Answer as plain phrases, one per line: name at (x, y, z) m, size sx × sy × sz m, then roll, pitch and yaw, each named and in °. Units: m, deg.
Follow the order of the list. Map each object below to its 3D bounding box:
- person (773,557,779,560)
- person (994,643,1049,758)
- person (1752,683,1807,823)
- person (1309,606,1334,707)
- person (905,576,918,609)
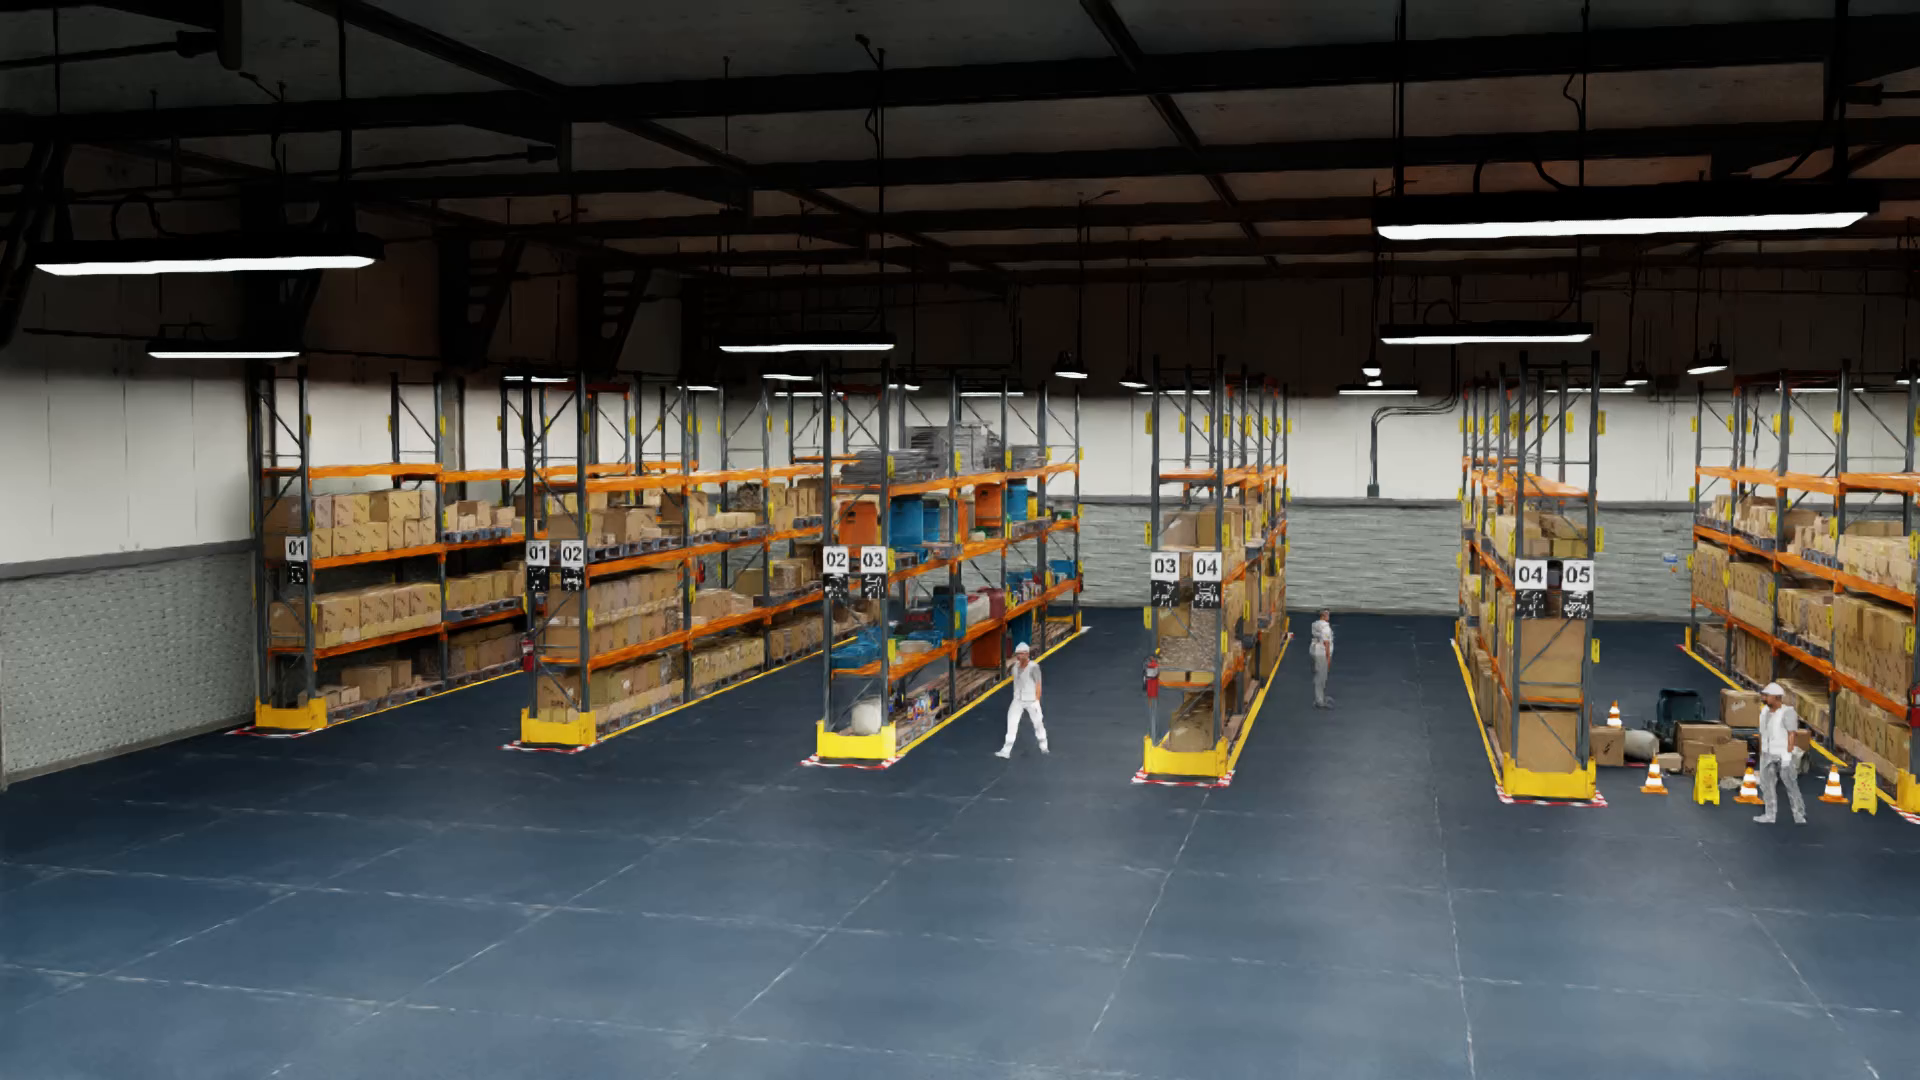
person at (-4.415, 1.294, 40.642) m, size 0.504 × 1.787 × 0.640 m, roll -1°, pitch 4°, yaw -15°
person at (0.961, 2.406, 25.033) m, size 0.591 × 1.744 × 0.957 m, roll 3°, pitch 5°, yaw 37°
person at (10.316, 2.682, 20.913) m, size 0.618 × 1.783 × 0.584 m, roll -1°, pitch 4°, yaw -20°
person at (6.502, 2.062, 29.686) m, size 0.492 × 1.767 × 0.626 m, roll -1°, pitch 4°, yaw -10°
person at (-1.202, 1.380, 40.315) m, size 0.478 × 1.672 × 0.566 m, roll 1°, pitch 4°, yaw 21°
